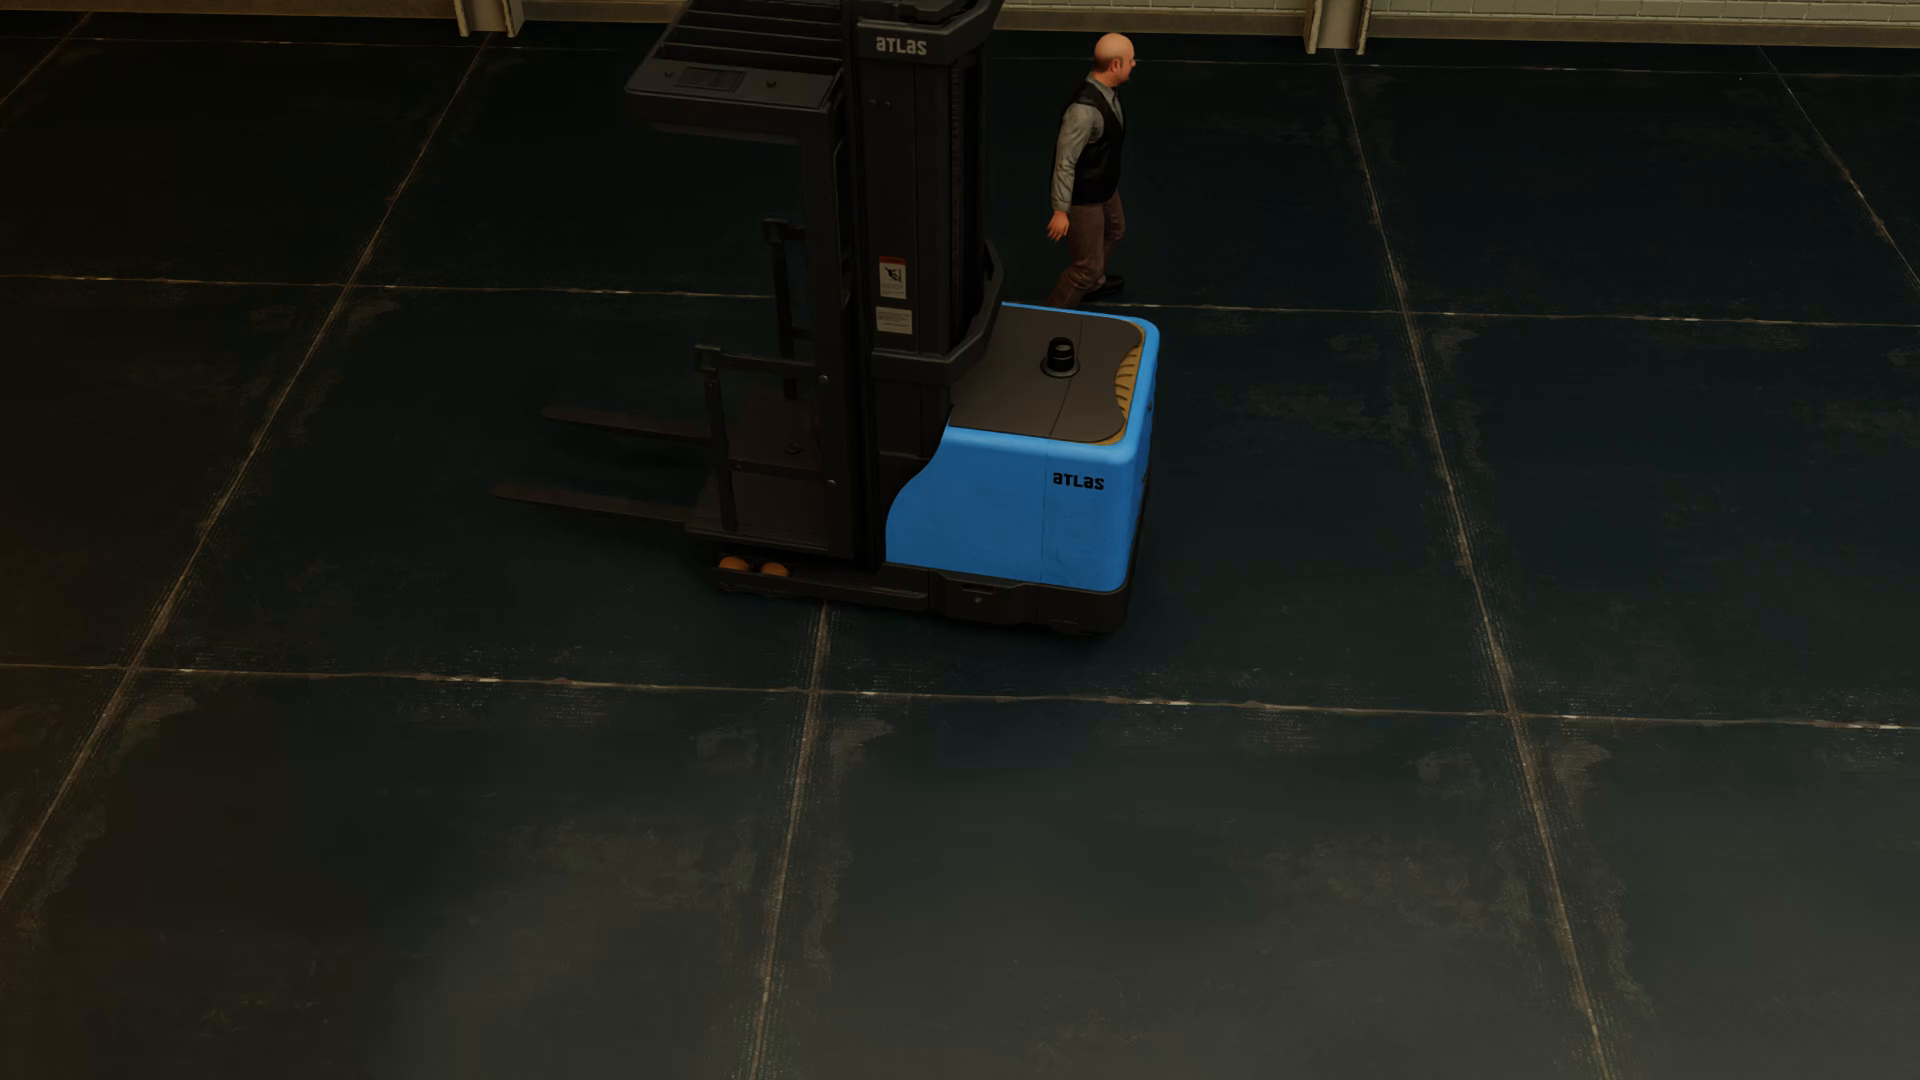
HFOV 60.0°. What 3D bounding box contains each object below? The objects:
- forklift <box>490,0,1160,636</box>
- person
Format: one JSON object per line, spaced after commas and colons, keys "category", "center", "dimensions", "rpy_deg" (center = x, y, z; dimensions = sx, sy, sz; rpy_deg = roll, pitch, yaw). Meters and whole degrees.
{"category": "forklift", "center": [-0.668, -1.156, 7.009], "dimensions": [3.031, 2.935, 1.130], "rpy_deg": [8, 43, 9]}
{"category": "person", "center": [0.656, -1.838, 8.691], "dimensions": [0.405, 1.692, 0.848], "rpy_deg": [10, 43, 11]}
